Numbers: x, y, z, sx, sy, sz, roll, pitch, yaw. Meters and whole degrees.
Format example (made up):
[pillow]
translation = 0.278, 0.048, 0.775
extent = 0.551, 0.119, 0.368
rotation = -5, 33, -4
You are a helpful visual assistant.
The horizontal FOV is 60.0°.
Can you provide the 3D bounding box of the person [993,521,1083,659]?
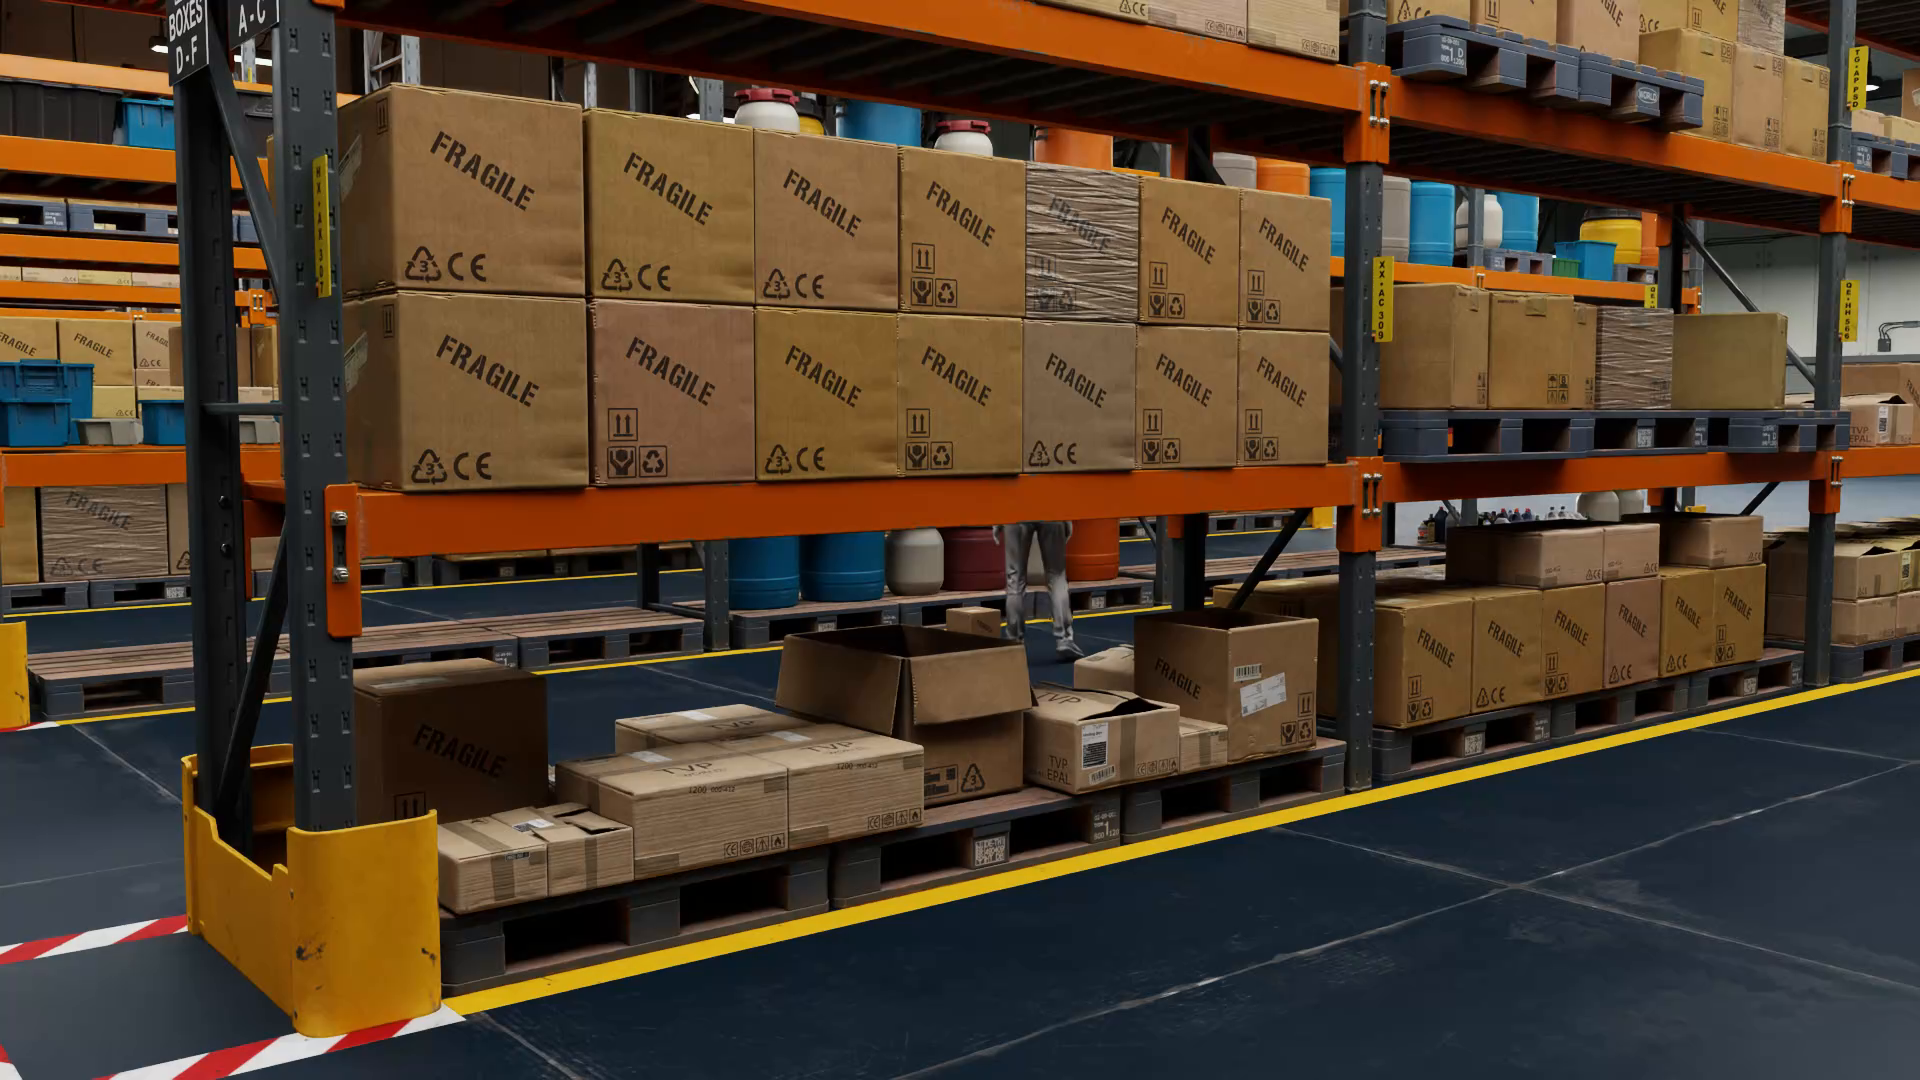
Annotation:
[person]
translation = 0.471, -0.115, 10.047
extent = 0.568, 1.706, 0.374
rotation = -1, 4, -9
